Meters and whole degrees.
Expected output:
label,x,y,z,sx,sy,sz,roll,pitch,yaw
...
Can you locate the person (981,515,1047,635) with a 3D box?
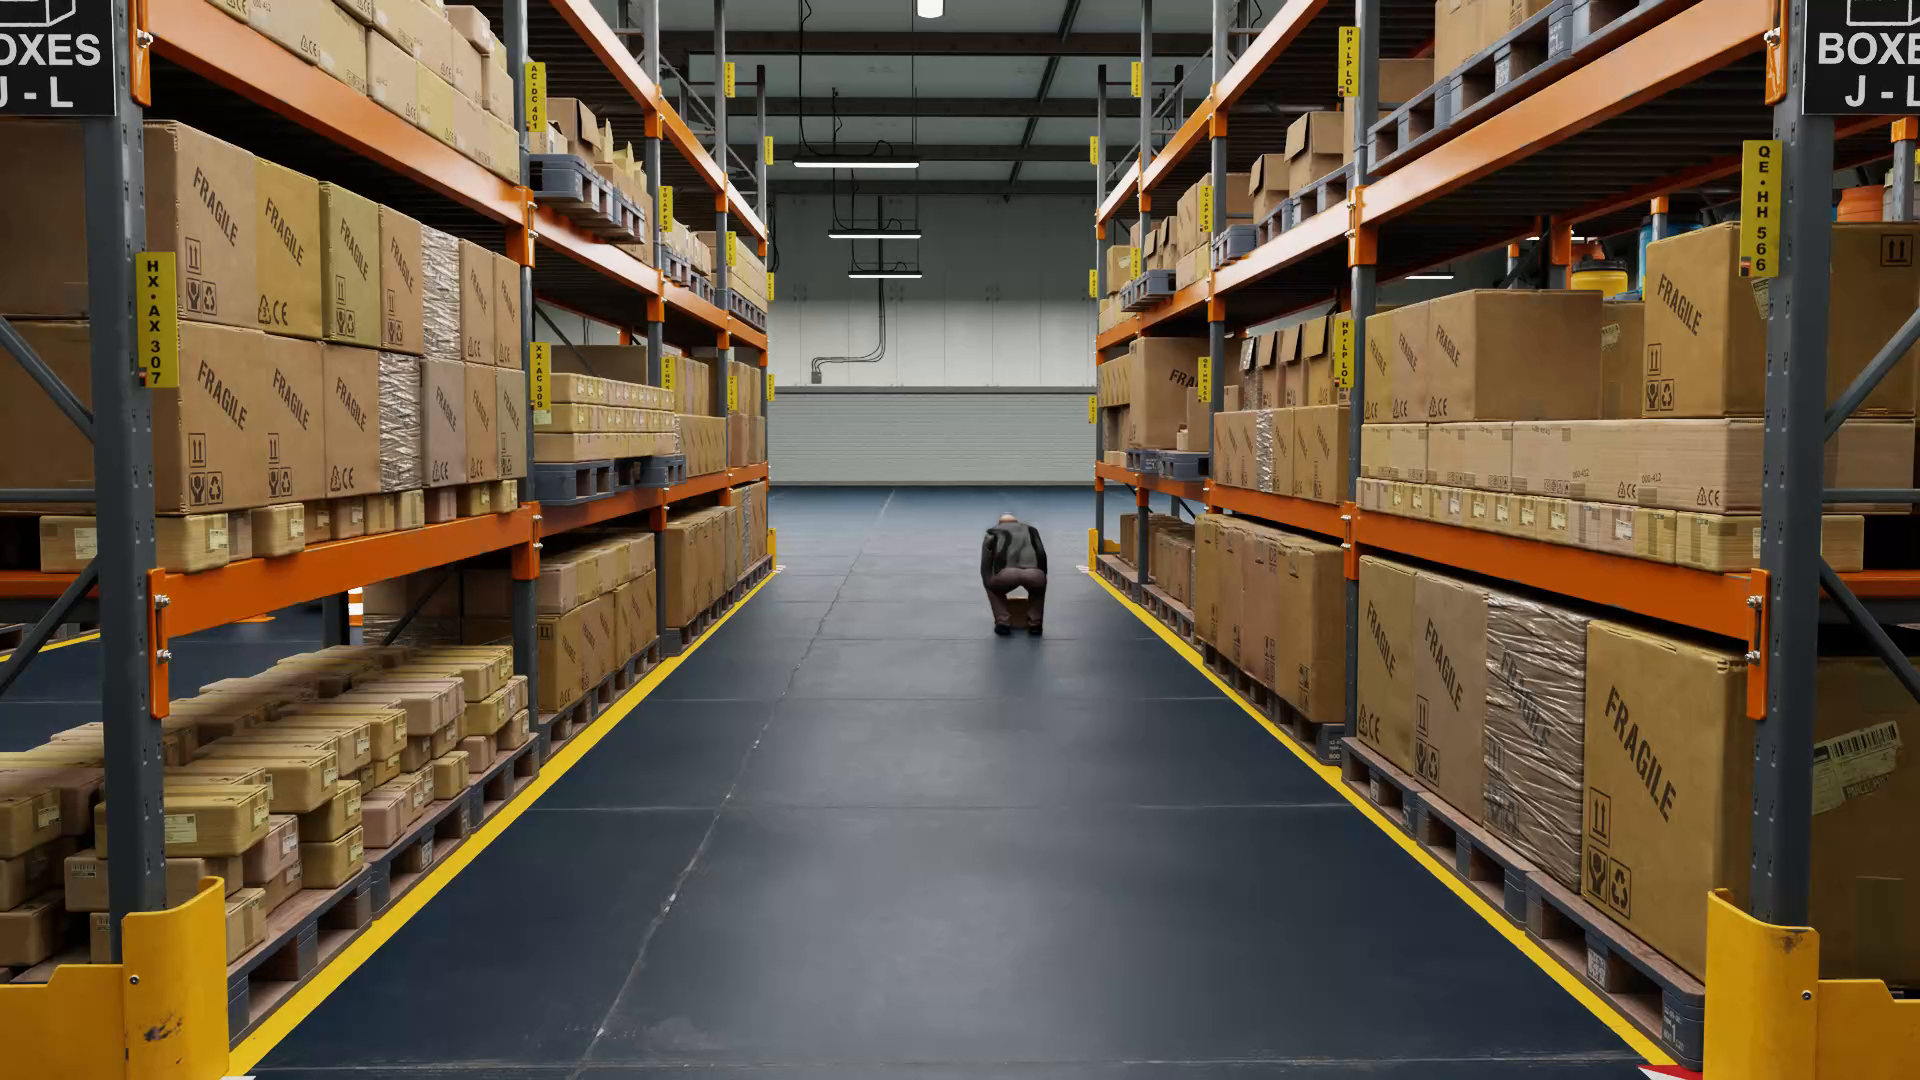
label,x,y,z,sx,sy,sz,roll,pitch,yaw
person,0.453,0.292,13.908,0.547,0.951,0.865,0,4,-2
